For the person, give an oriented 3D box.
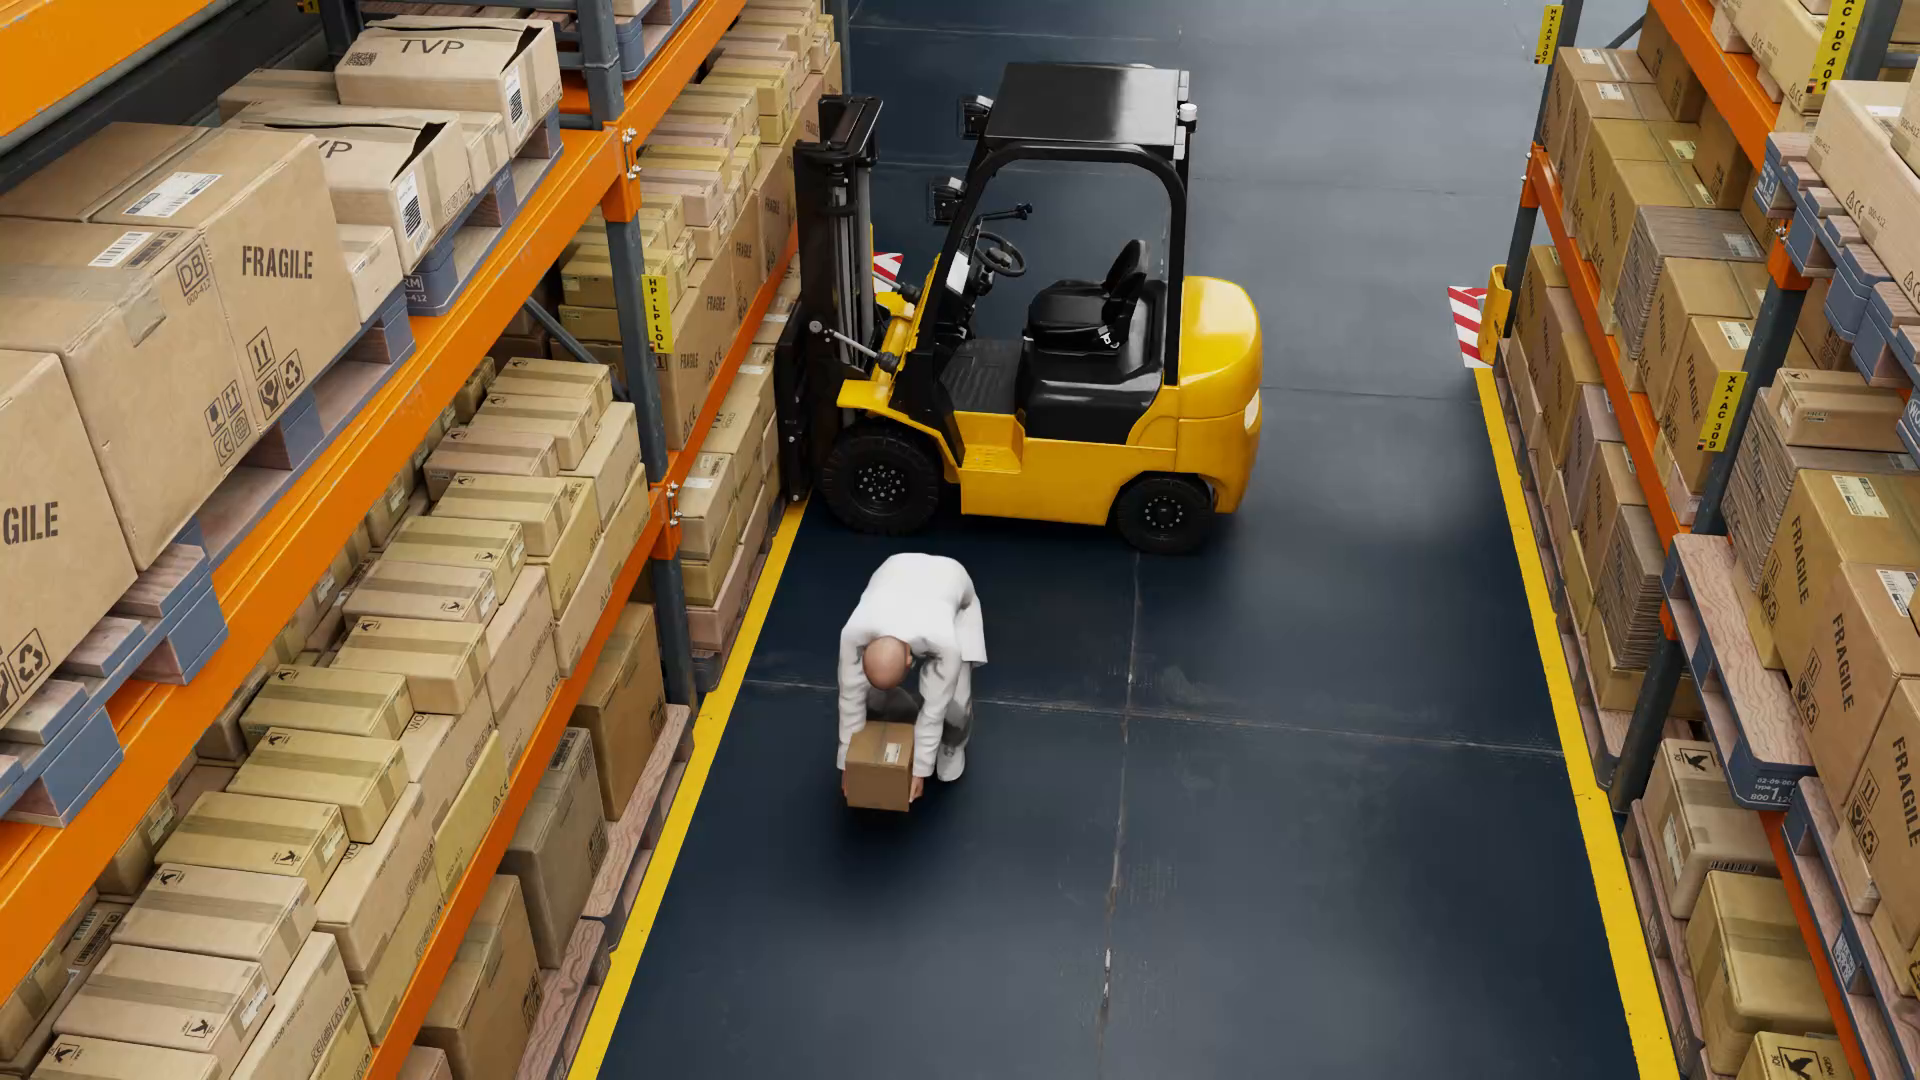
[{"bbox_3d":[-0.209,0.593,6.862,0.594,1.037,0.941,9,37,12],"label":"person"}]
